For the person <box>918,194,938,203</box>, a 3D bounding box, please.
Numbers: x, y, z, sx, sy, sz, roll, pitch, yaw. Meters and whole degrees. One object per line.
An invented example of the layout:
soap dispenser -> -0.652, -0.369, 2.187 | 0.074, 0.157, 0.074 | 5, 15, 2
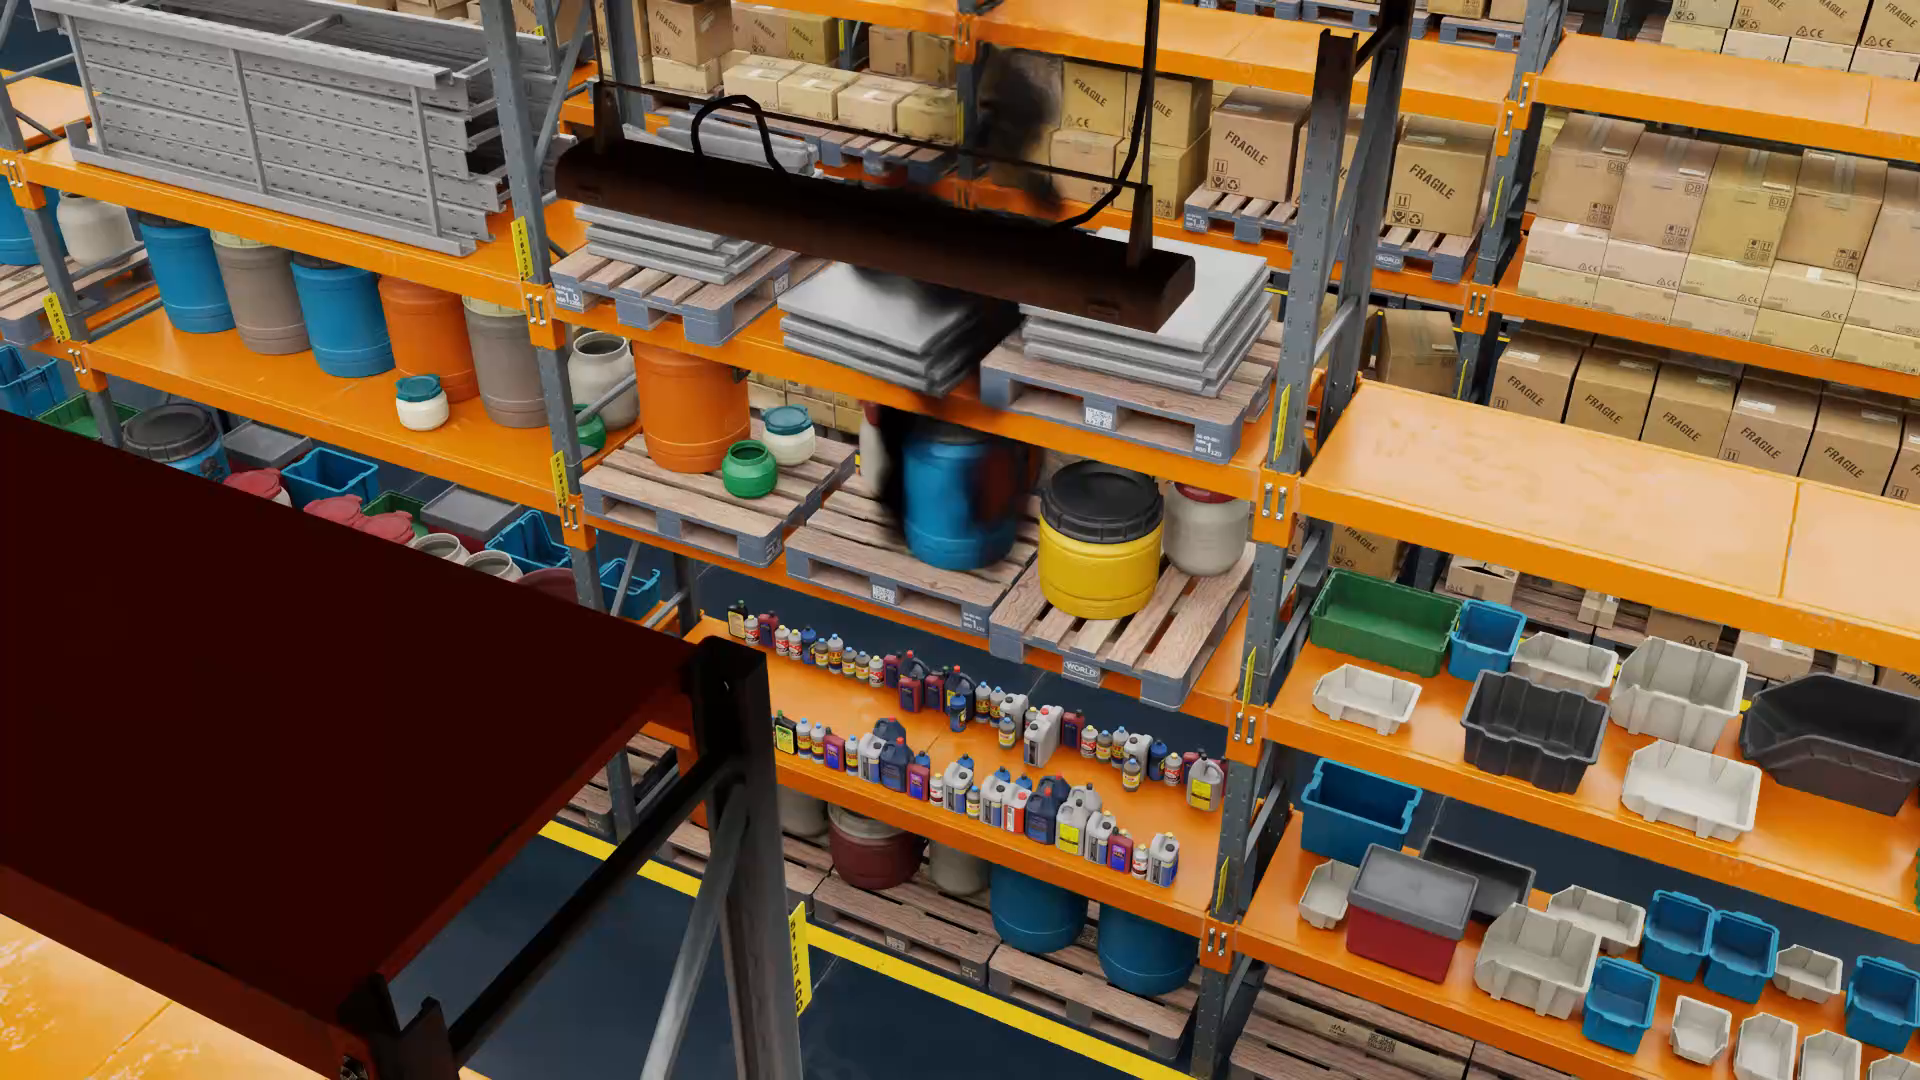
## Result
person -> -0.243, -2.605, 16.187 | 1.086, 1.664, 0.574 | 18, 39, 24
